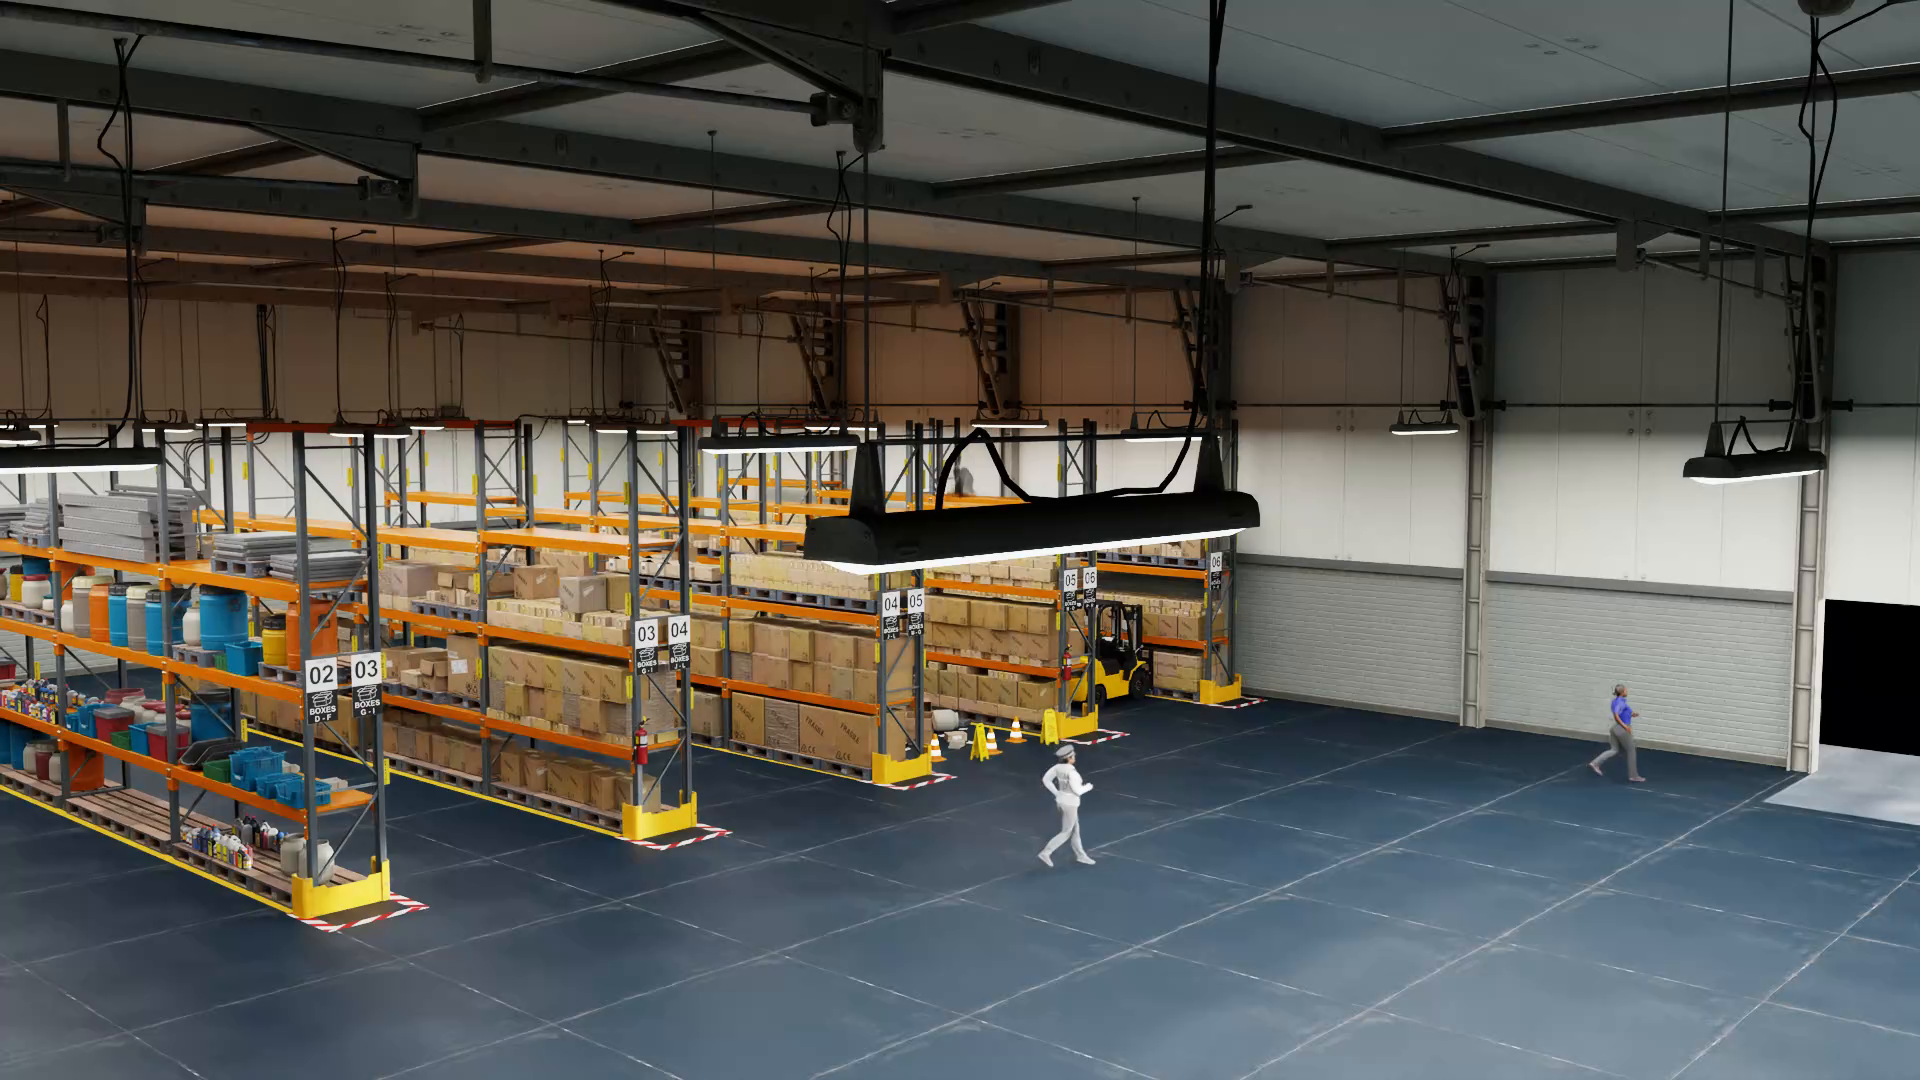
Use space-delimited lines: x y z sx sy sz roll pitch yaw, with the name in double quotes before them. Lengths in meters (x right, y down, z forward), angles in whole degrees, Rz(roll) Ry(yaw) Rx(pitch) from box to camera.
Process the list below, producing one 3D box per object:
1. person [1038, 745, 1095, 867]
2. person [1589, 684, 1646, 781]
"person" 1.452 3.621 22.558 0.920 1.697 0.612 -2 5 -24
"person" 11.043 3.221 27.845 0.924 1.633 0.583 0 5 -2
